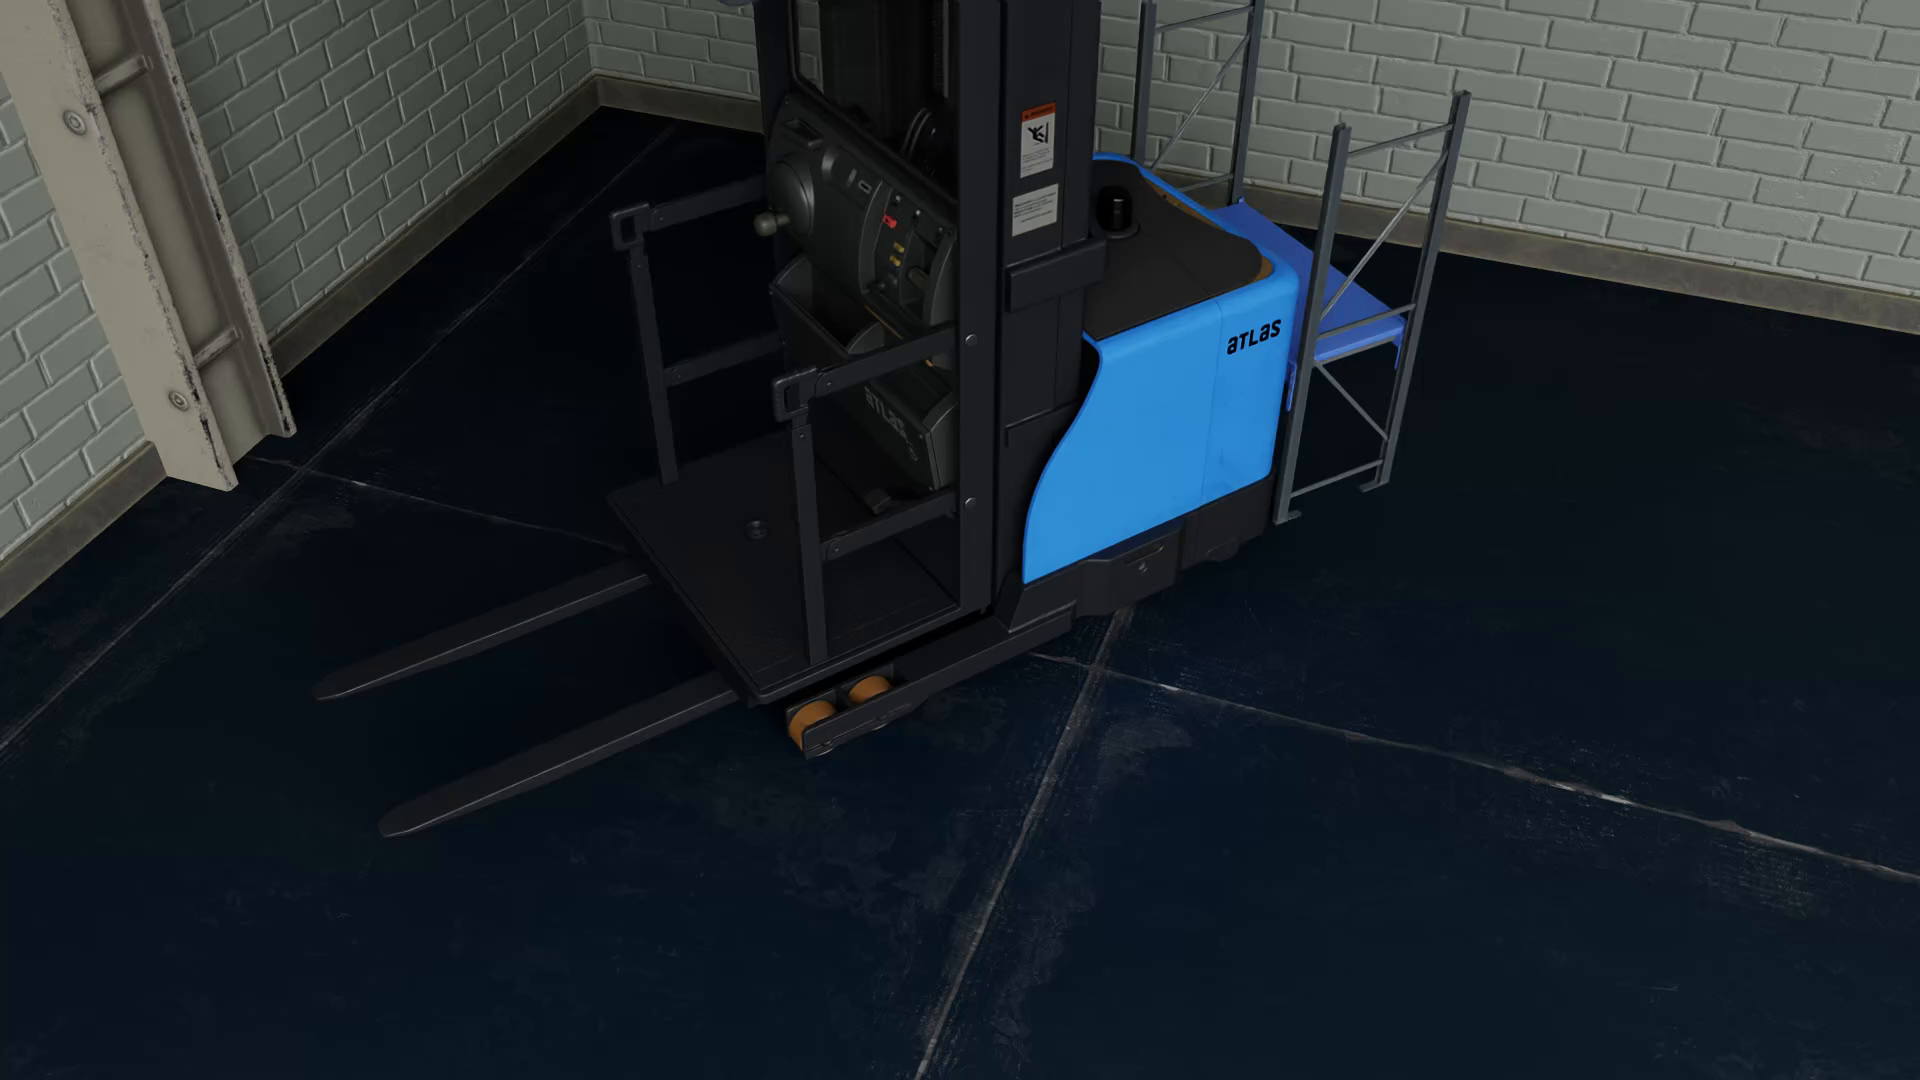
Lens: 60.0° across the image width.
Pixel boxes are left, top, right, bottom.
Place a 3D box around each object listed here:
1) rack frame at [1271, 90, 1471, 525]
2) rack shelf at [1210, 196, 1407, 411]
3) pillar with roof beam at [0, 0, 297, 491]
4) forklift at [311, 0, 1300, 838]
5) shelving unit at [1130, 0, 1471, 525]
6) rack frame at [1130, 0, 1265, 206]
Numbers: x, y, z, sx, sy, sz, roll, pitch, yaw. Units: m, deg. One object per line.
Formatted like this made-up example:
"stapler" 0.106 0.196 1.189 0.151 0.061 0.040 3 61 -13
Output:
"rack frame" 1.318 -0.708 5.425 0.500 1.500 0.032 -20 44 -21
"rack shelf" 1.074 -0.861 5.880 0.538 0.185 1.000 -20 44 -21
"pillar with roof beam" 1.353 -2.796 2.094 9.100 9.000 0.400 13 42 15
"forklift" -0.460 -0.861 4.501 3.031 2.935 1.130 -23 45 -24
"shelving unit" 1.074 -0.998 5.764 0.538 1.500 1.048 -20 44 -21
"rack frame" 0.829 -1.287 6.103 0.500 1.500 0.032 -20 44 -21
